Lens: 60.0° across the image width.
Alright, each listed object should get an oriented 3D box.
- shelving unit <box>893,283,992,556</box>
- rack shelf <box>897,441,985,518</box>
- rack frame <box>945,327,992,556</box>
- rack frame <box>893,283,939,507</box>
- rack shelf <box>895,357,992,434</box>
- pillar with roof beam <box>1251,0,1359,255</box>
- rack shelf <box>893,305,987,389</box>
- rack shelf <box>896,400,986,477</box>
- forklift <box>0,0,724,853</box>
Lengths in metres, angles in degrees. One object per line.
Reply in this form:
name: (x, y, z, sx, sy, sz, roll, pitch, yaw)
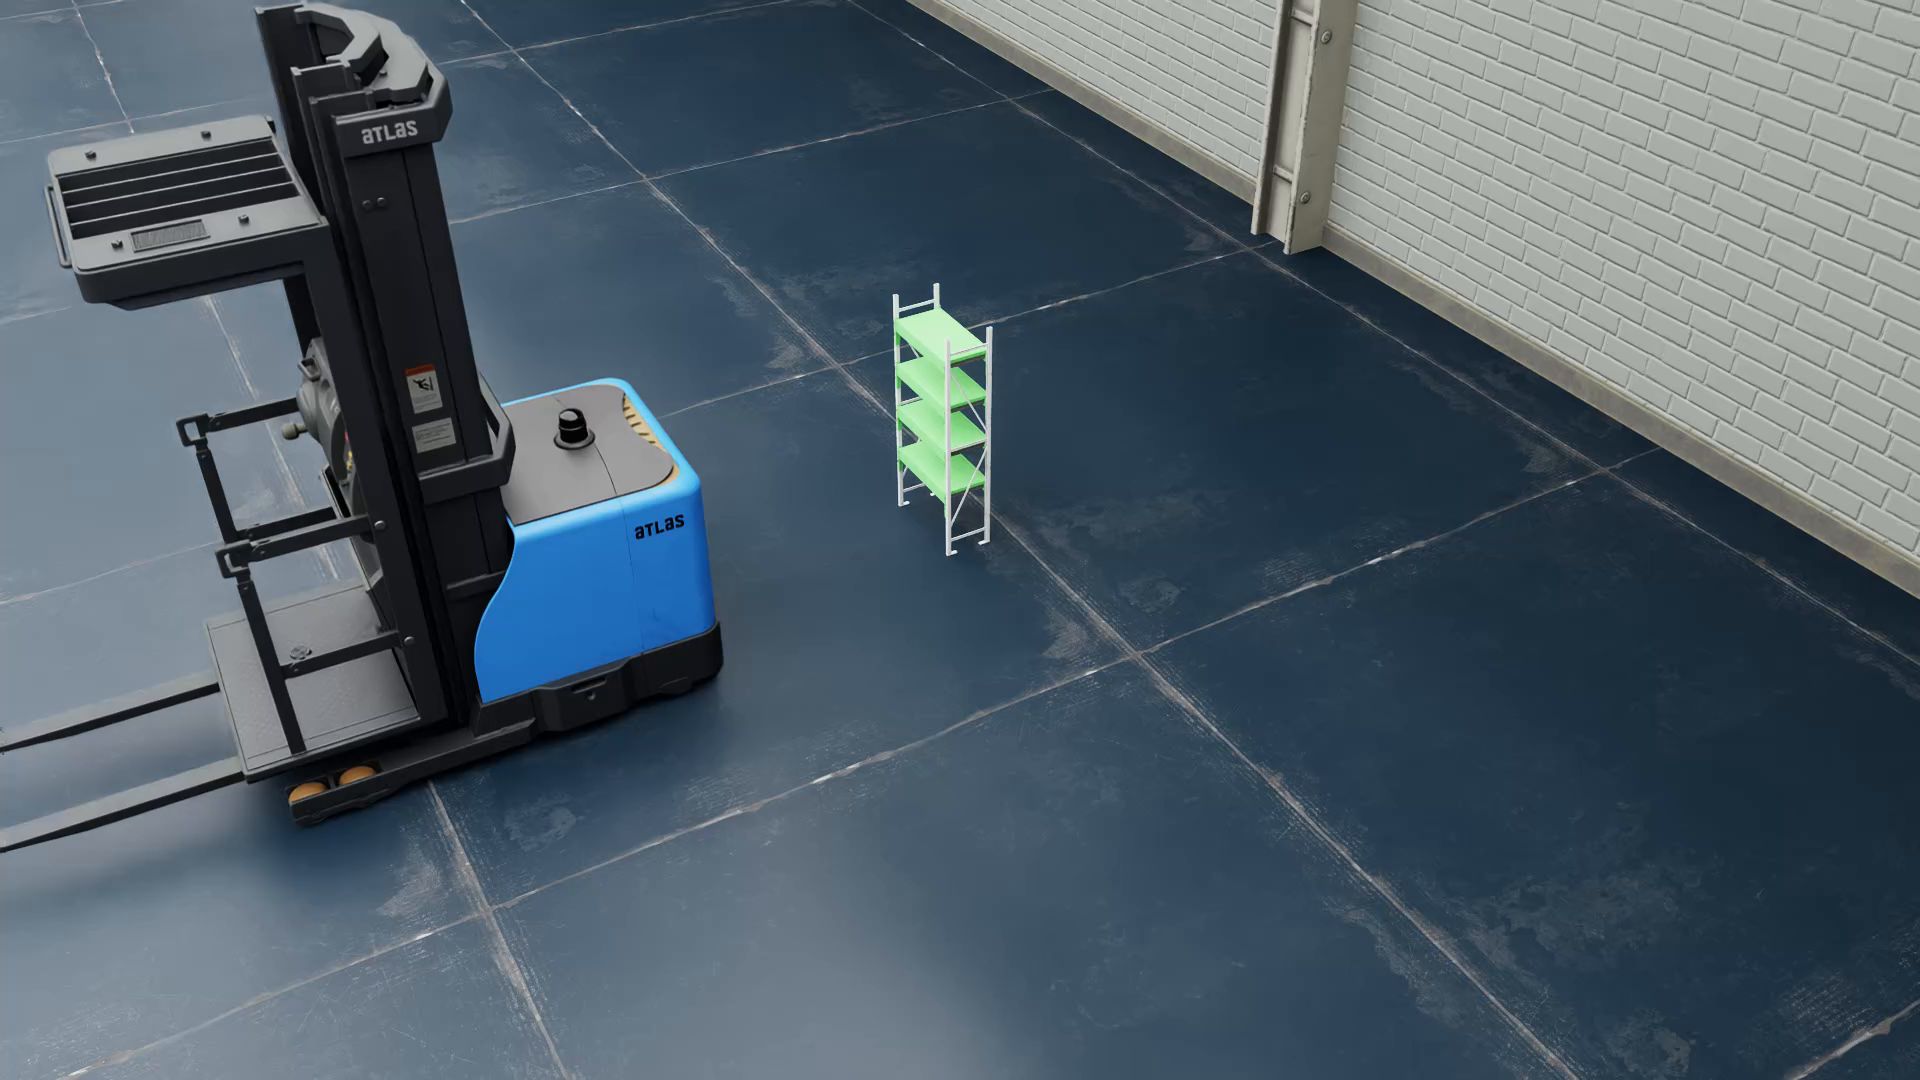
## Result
shelving unit: (-0.083, -0.569, 8.012, 0.258, 1.200, 0.503, -19, 40, -24)
rack shelf: (-0.083, -0.324, 8.191, 0.258, 0.148, 0.480, -19, 40, -24)
rack frame: (0.039, -0.445, 7.841, 0.240, 1.200, 0.015, -19, 40, -24)
rack frame: (-0.206, -0.693, 8.182, 0.240, 1.200, 0.015, -19, 40, -24)
rack shelf: (-0.083, -0.711, 7.908, 0.258, 0.148, 0.480, -19, 40, -24)
pillar with roof beam: (-1.561, -4.352, 6.580, 9.100, 9.000, 0.400, -19, 40, -24)
rack shelf: (-0.083, -0.905, 7.766, 0.258, 0.148, 0.480, -19, 40, -24)
rack shelf: (-0.083, -0.517, 8.049, 0.258, 0.148, 0.480, -19, 40, -24)
forklift: (-2.593, -0.400, 6.313, 3.031, 2.935, 1.130, -18, 40, -23)
